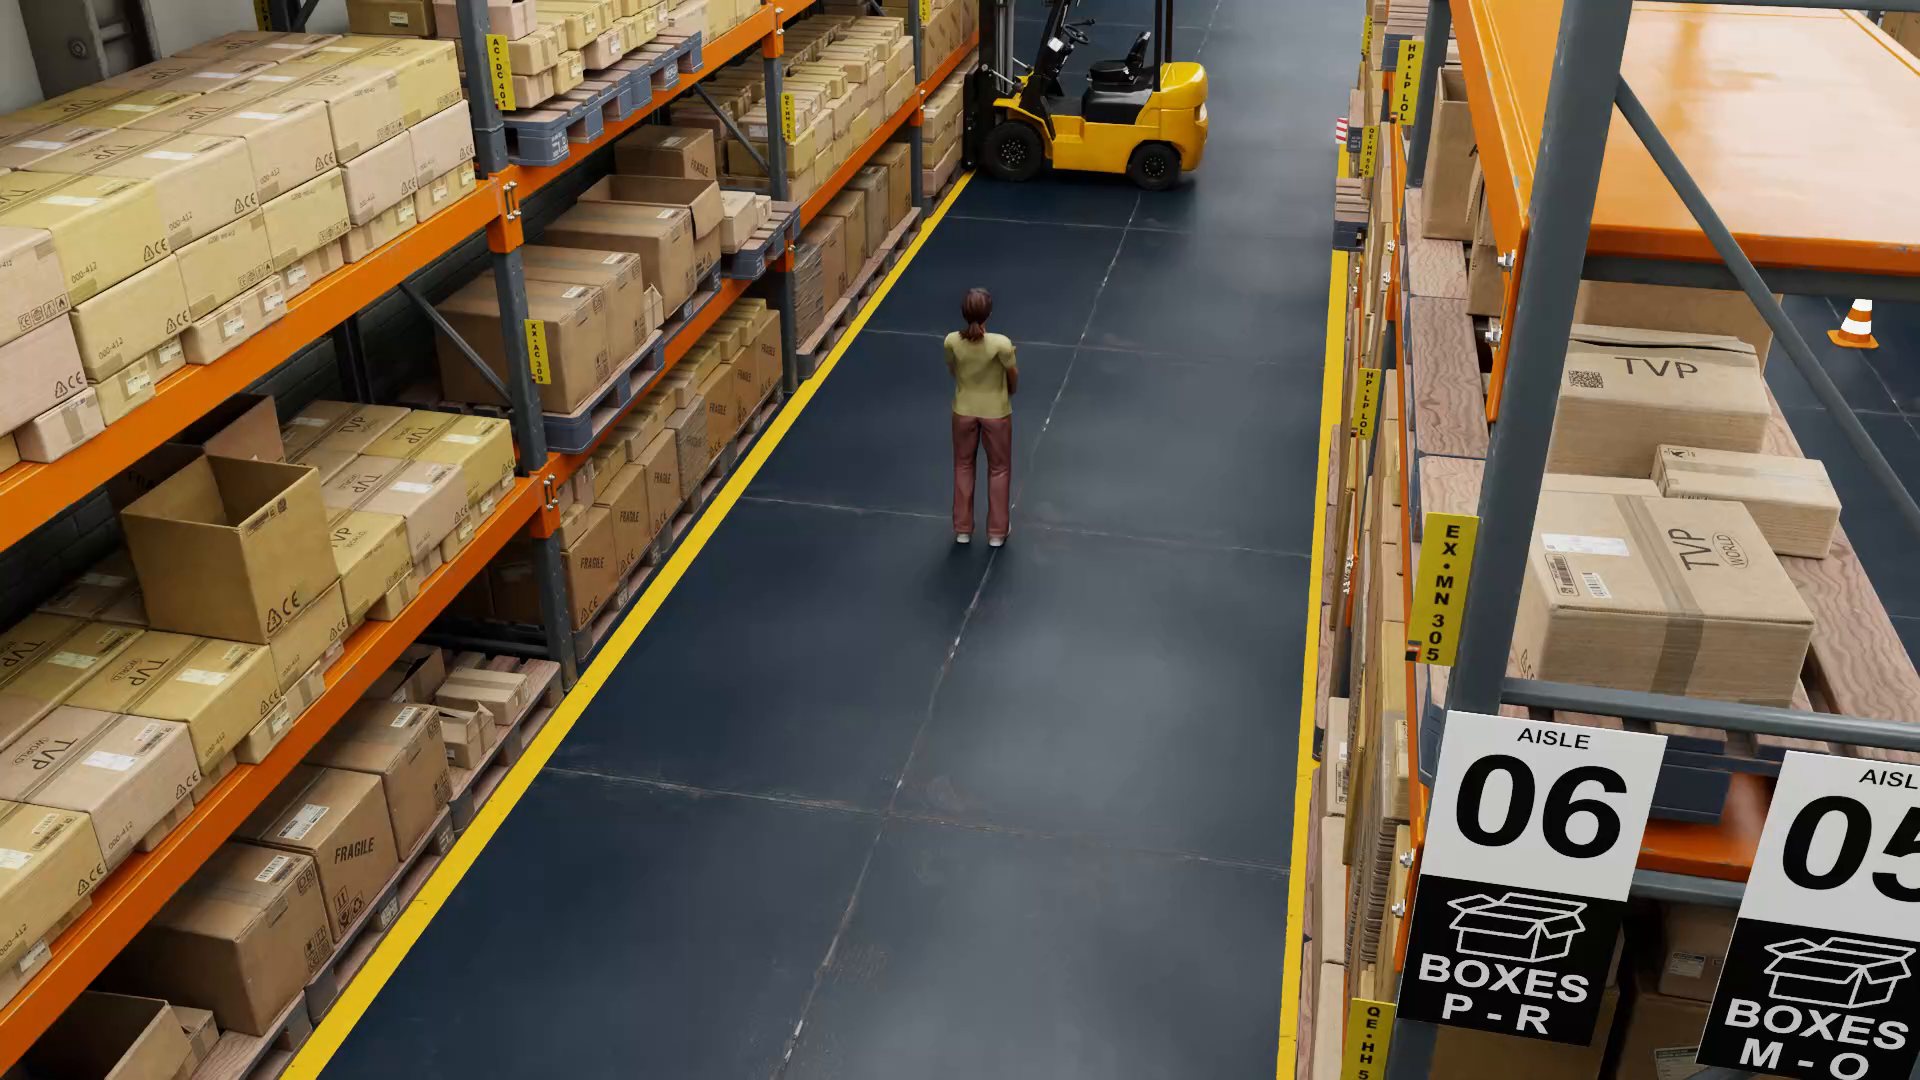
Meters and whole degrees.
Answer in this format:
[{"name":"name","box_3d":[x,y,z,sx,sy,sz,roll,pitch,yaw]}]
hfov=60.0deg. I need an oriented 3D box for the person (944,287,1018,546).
[{"name":"person","box_3d":[0.137,-0.775,10.031,0.424,1.662,0.561,6,30,11]}]
